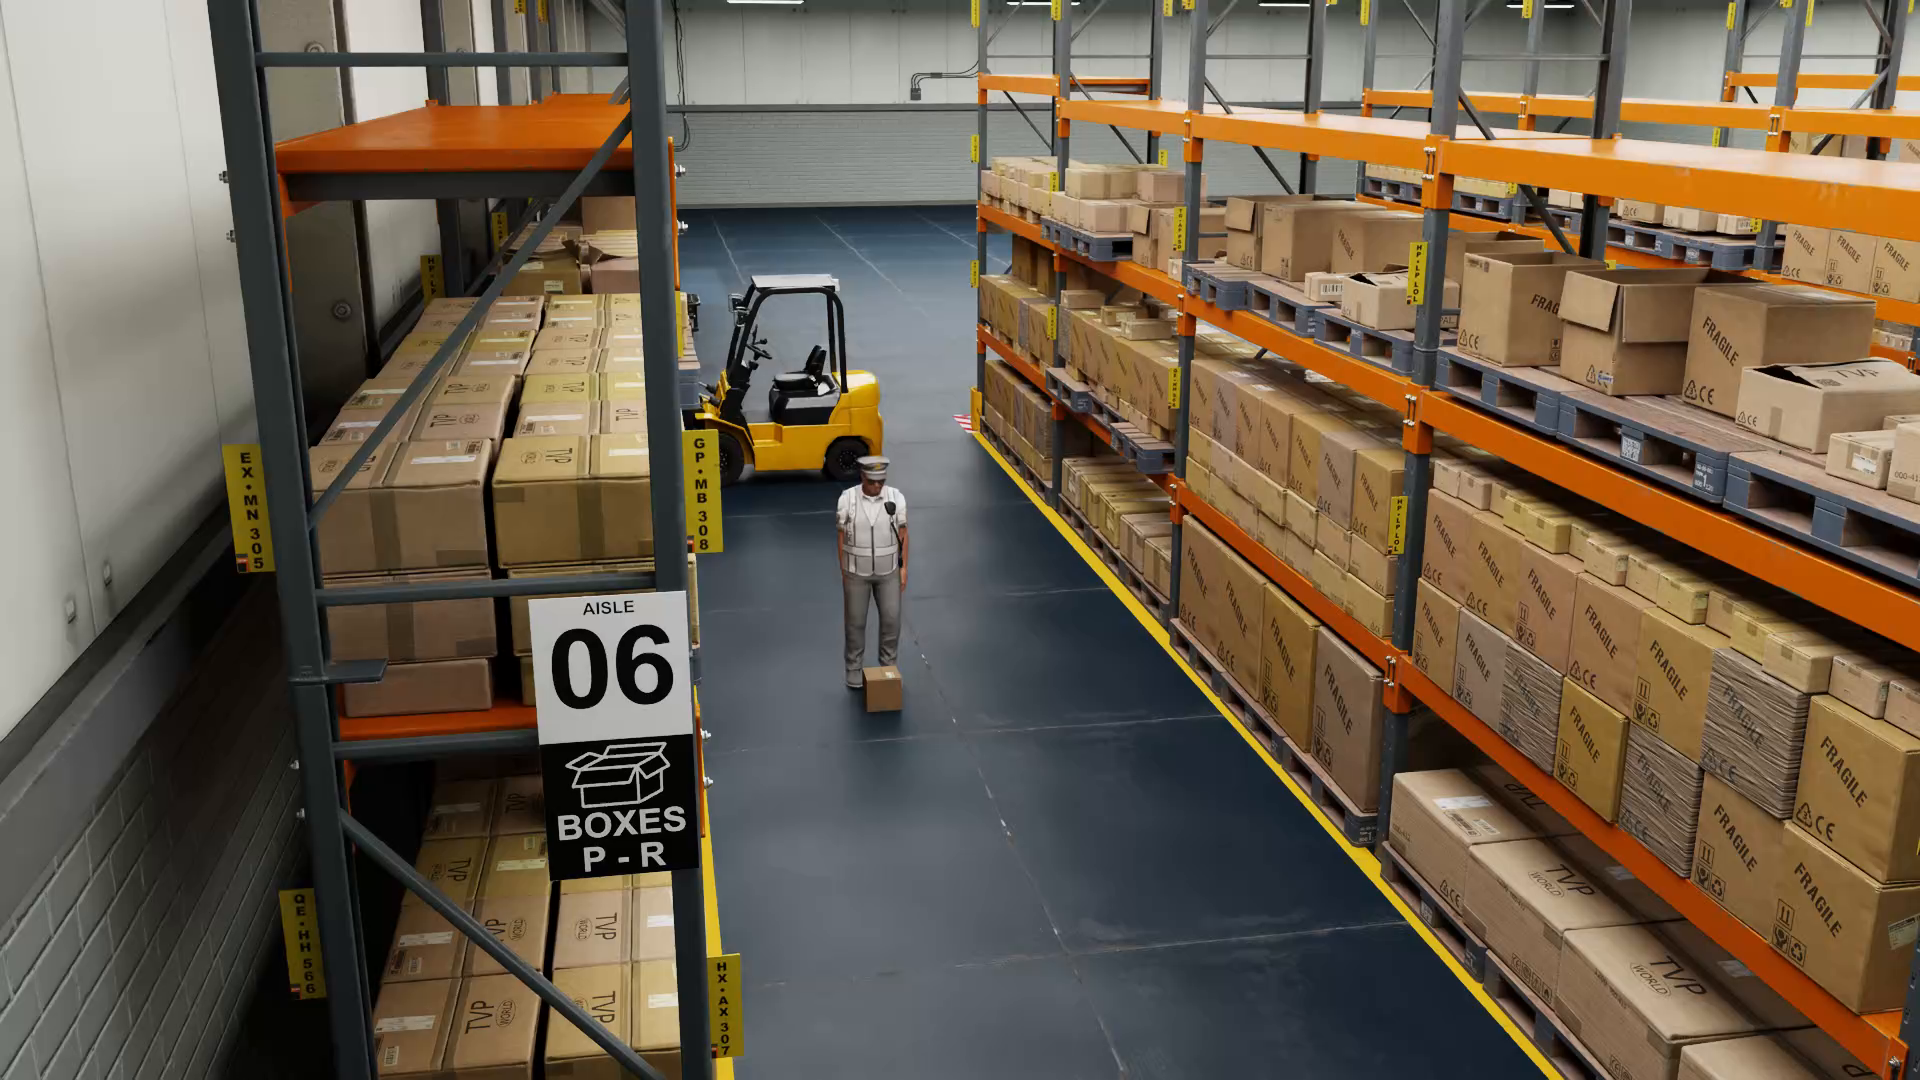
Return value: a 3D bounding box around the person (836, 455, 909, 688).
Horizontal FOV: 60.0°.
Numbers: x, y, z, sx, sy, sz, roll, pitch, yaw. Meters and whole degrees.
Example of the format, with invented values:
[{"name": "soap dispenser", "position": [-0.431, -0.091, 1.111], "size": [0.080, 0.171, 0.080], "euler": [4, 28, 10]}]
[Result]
[{"name": "person", "position": [-0.634, 0.226, 12.279], "size": [0.530, 1.740, 0.391], "euler": [-3, 16, -9]}]
